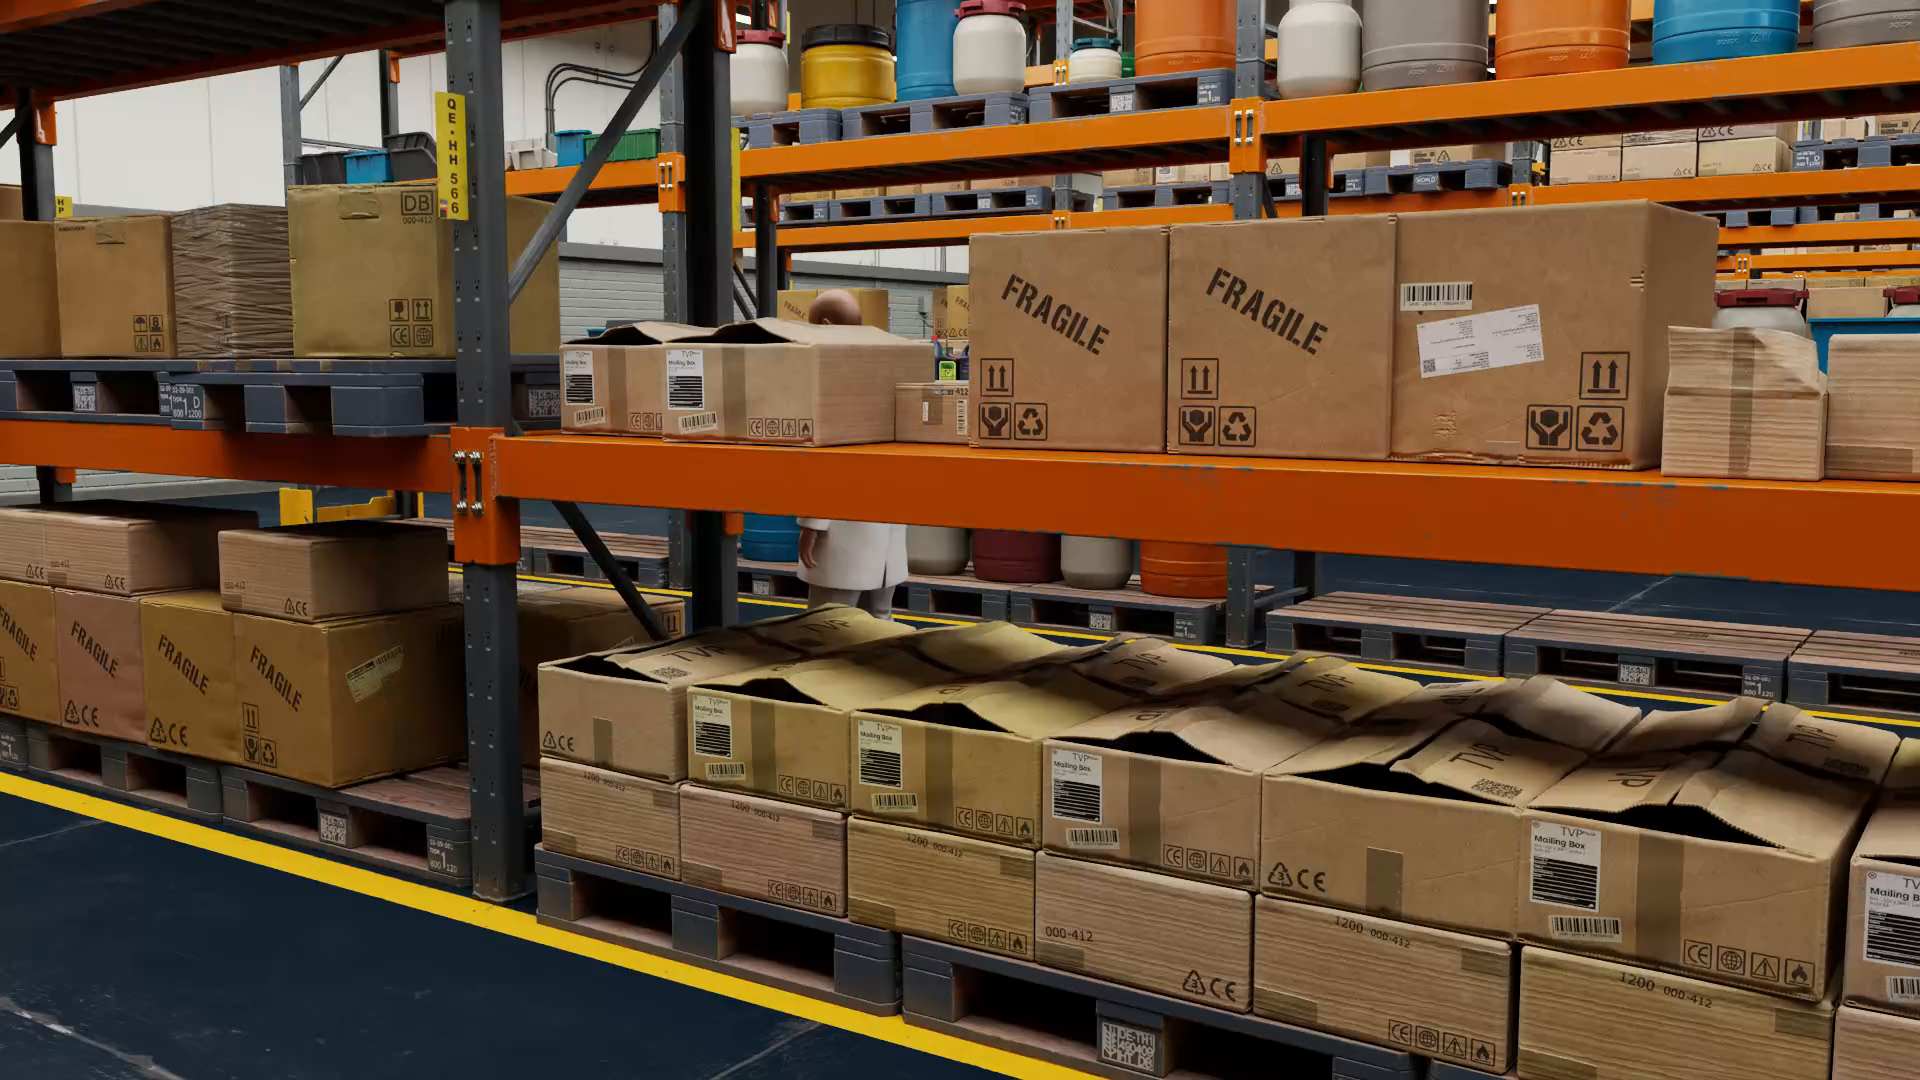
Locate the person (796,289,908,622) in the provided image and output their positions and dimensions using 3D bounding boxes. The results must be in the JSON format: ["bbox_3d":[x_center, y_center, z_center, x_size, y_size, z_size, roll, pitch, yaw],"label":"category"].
[{"bbox_3d":[-0.417,-0.064,6.357,0.433,1.773,0.649,4,7,30],"label":"person"}]
